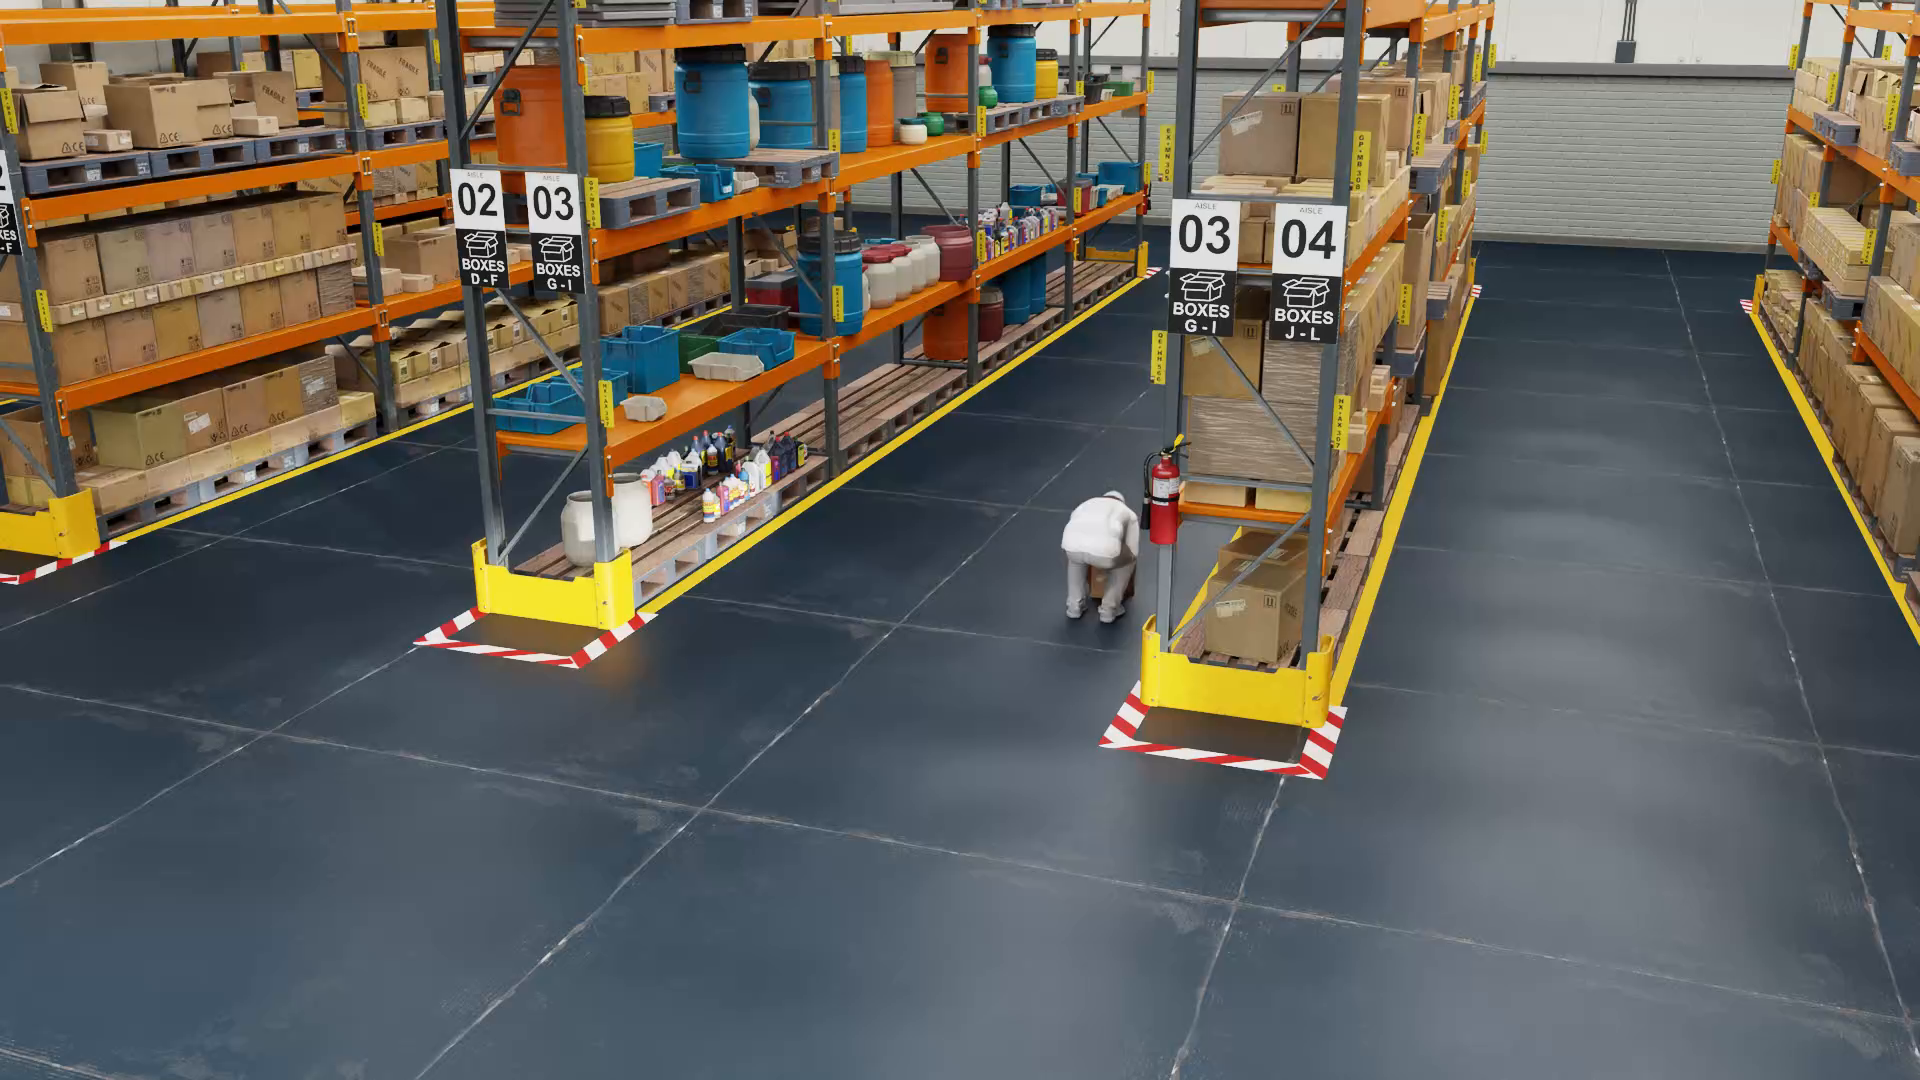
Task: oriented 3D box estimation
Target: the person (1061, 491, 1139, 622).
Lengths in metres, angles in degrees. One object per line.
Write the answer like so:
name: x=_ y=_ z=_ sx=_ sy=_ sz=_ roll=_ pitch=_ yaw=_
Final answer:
person: x=1.027 y=0.112 z=12.211 sx=0.526 sy=0.838 sz=0.978 roll=7 pitch=20 yaw=20
